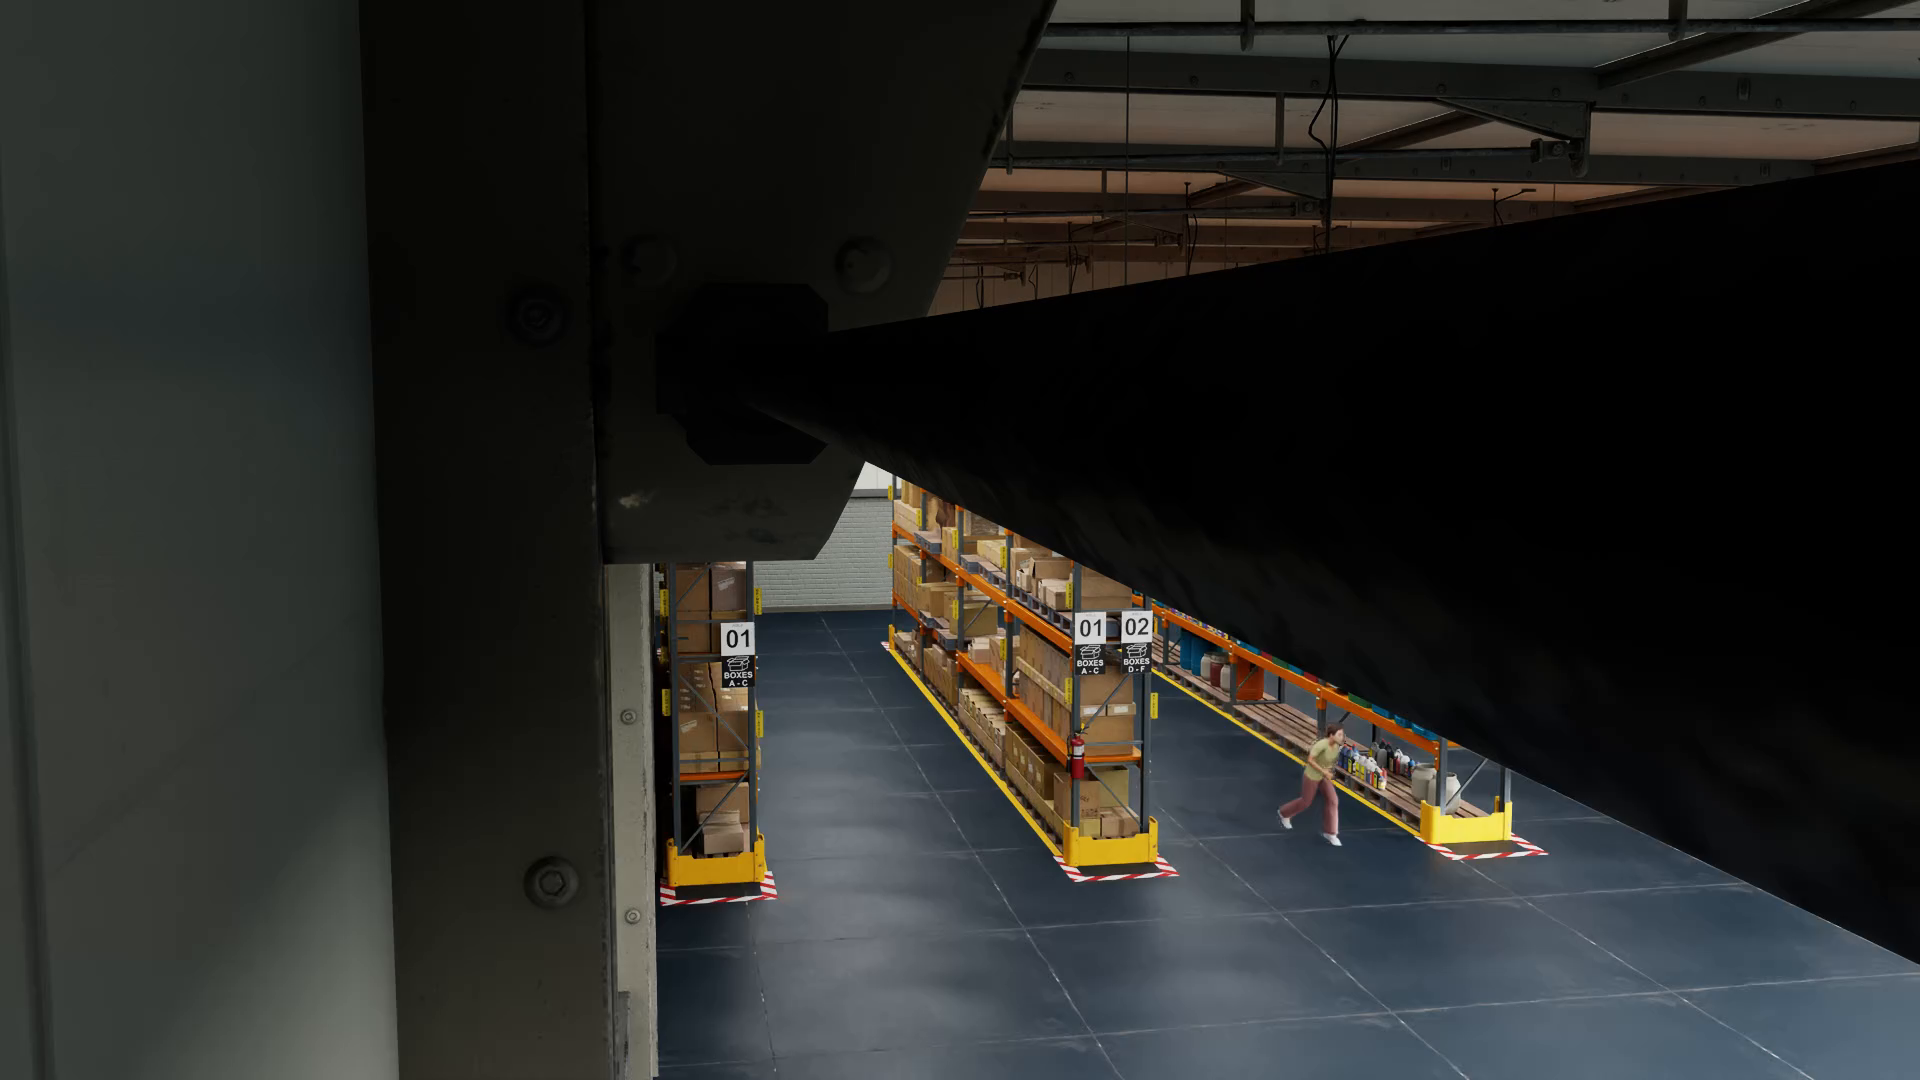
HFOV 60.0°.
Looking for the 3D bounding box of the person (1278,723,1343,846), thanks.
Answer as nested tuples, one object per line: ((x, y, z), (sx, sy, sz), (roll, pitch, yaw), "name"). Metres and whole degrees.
((4.659, 3.178, 22.036), (1.004, 1.624, 0.614), (5, 8, 41), "person")
